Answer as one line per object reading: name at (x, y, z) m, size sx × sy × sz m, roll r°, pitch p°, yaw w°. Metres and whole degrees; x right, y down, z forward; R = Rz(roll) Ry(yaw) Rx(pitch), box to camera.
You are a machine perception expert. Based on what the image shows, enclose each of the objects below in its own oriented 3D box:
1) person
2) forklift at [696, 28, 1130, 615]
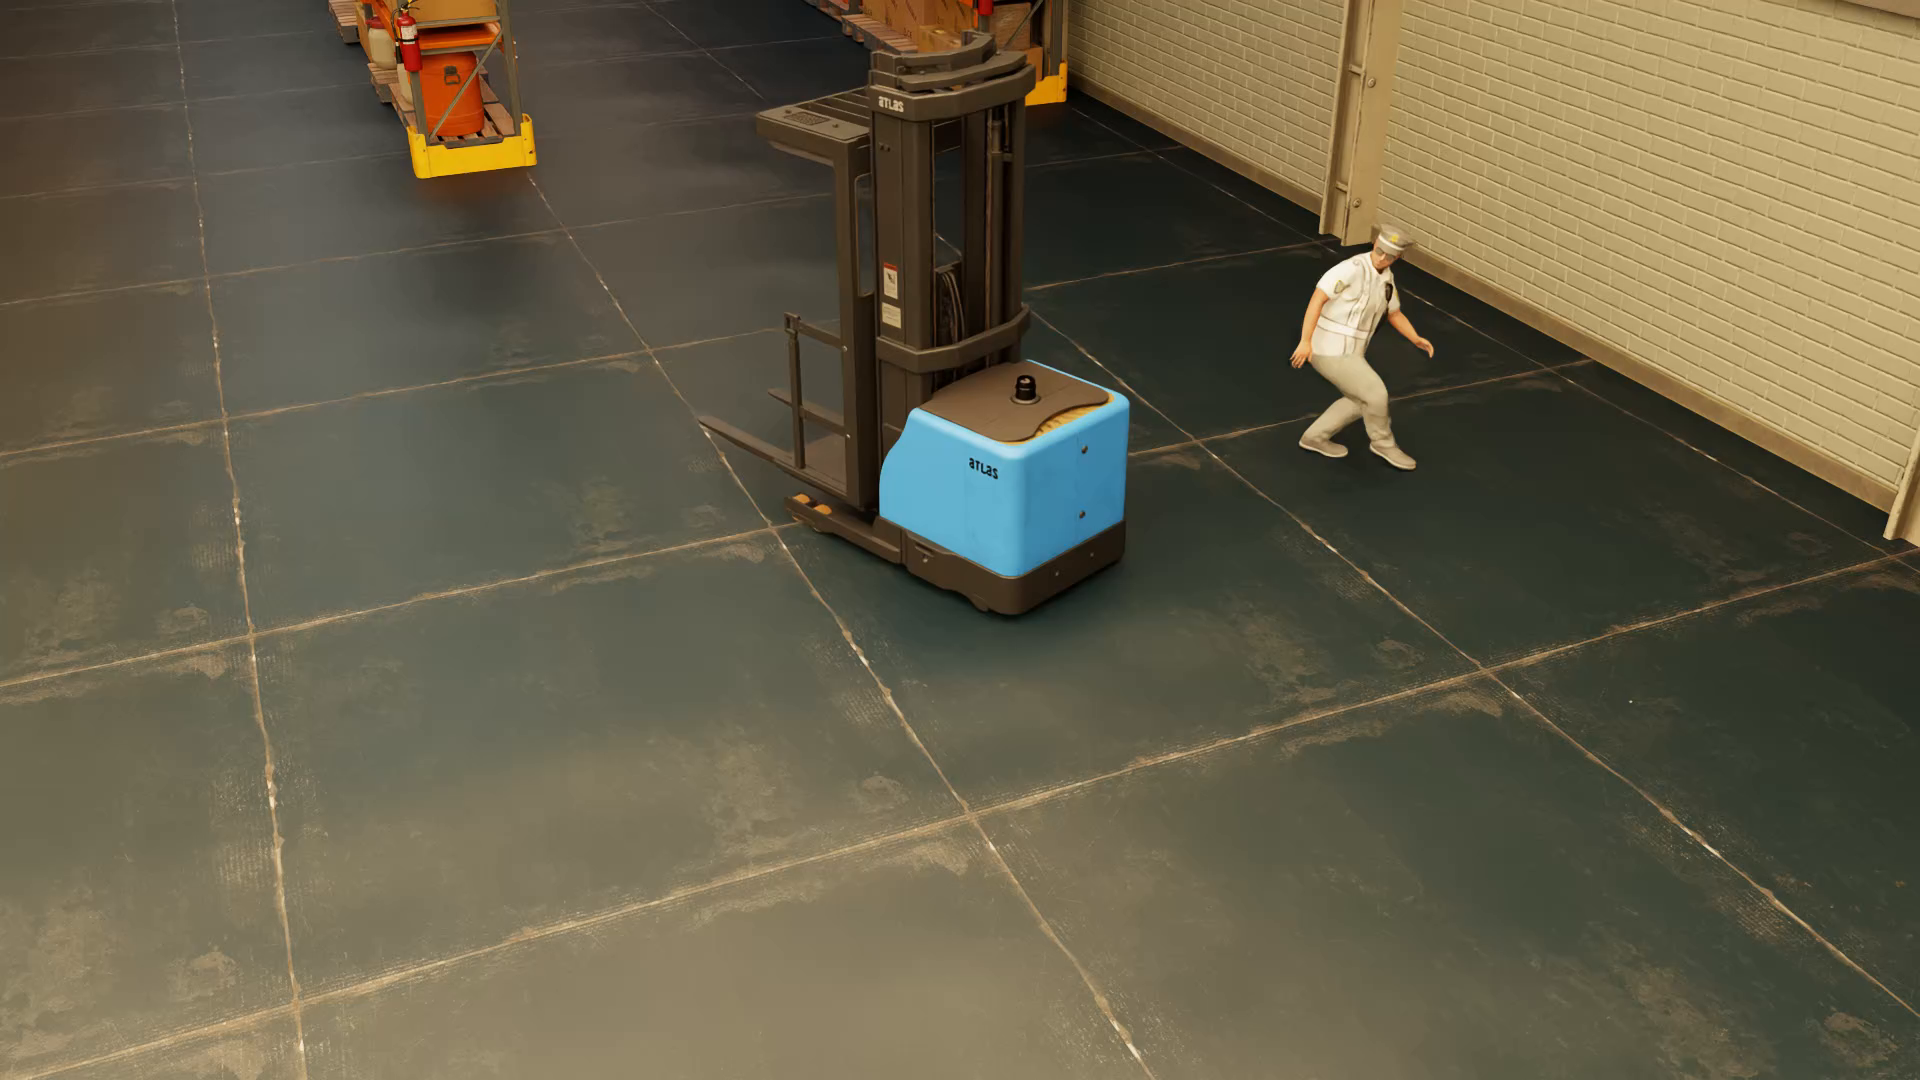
person at (2.580, -1.184, 10.532) m, size 0.795 × 1.616 × 0.777 m, roll 15°, pitch 33°, yaw 25°
forklift at (-0.436, -1.483, 9.714) m, size 3.031 × 2.935 × 1.130 m, roll 26°, pitch 39°, yaw 37°
